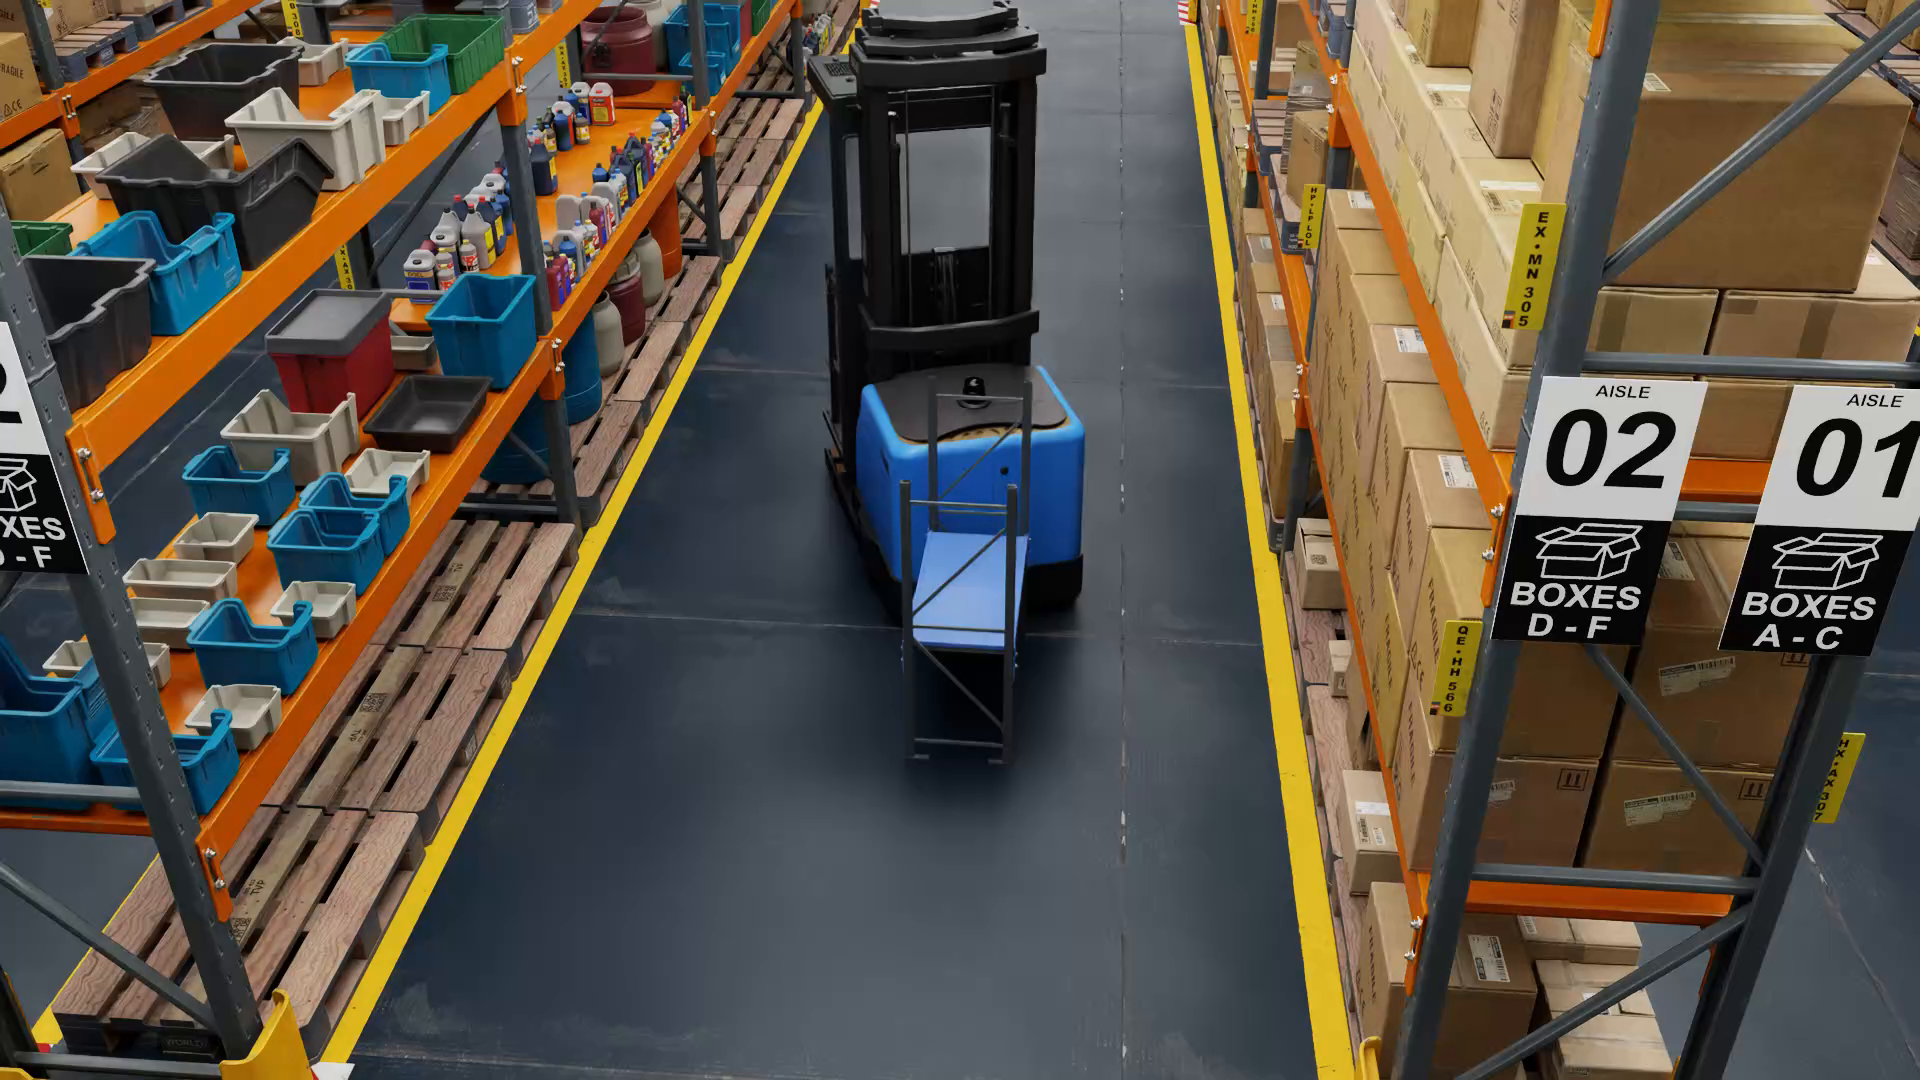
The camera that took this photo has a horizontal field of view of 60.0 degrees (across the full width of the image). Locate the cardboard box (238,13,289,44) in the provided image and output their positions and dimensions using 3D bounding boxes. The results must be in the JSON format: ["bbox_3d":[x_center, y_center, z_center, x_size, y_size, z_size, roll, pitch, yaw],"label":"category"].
[{"bbox_3d":[-6.879,-4.996,16.761,0.500,0.500,0.500,2,32,2],"label":"cardboard box"}]

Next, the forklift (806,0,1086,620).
[{"bbox_3d":[-0.203,-1.586,9.310,1.130,2.935,3.031,-8,32,-12],"label":"forklift"}]

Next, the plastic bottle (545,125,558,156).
[{"bbox_3d":[-2.783,-2.703,11.247,0.097,0.201,0.097,0,32,0],"label":"plastic bottle"}]

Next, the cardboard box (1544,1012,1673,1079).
[{"bbox_3d":[2.322,1.848,5.971,0.380,0.149,0.250,2,32,4],"label":"cardboard box"}]

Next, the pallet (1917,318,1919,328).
[{"bbox_3d":[7.395,-1.352,11.523,1.003,0.211,1.213,2,32,4],"label":"pallet"}]

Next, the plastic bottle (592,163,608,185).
[{"bbox_3d":[-2.245,-2.223,10.402,0.097,0.271,0.097,0,32,0],"label":"plastic bottle"}]

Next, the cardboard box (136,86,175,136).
[{"bbox_3d":[-7.171,-3.644,14.548,0.700,0.500,0.500,5,32,8],"label":"cardboard box"}]

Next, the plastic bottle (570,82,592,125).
[{"bbox_3d":[-2.698,-3.106,11.829,0.152,0.276,0.135,2,32,4],"label":"plastic bottle"}]

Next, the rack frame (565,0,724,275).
[{"bbox_3d":[-2.340,-3.371,12.141,1.000,3.000,0.127,2,32,4],"label":"rack frame"}]

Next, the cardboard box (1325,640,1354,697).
[{"bbox_3d":[1.960,0.616,7.953,0.380,0.166,0.250,2,32,4],"label":"cardboard box"}]

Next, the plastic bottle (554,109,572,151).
[{"bbox_3d":[-2.711,-2.800,11.337,0.097,0.271,0.097,0,32,0],"label":"plastic bottle"}]

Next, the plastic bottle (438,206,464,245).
[{"bbox_3d":[-2.917,-1.753,9.563,0.144,0.351,0.185,2,32,4],"label":"plastic bottle"}]

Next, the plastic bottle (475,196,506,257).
[{"bbox_3d":[-2.759,-1.844,9.710,0.144,0.351,0.185,2,32,4],"label":"plastic bottle"}]

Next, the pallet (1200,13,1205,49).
[{"bbox_3d":[3.227,-5.752,18.663,1.003,0.211,1.213,2,32,4],"label":"pallet"}]

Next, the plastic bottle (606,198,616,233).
[{"bbox_3d":[-2.136,-1.964,10.048,0.097,0.201,0.097,0,32,0],"label":"plastic bottle"}]

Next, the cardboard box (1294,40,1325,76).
[{"bbox_3d":[2.657,-3.045,11.116,0.700,0.500,0.500,-8,33,-13],"label":"cardboard box"}]

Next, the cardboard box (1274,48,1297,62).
[{"bbox_3d":[2.644,-3.720,12.947,0.380,0.149,0.250,5,32,8],"label":"cardboard box"}]

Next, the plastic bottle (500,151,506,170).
[{"bbox_3d":[-2.828,-2.329,10.498,0.144,0.351,0.185,2,32,4],"label":"plastic bottle"}]

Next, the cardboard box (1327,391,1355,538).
[{"bbox_3d":[1.876,-0.324,7.102,0.500,0.500,0.500,2,32,4],"label":"cardboard box"}]

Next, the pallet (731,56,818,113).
[{"bbox_3d":[-1.918,-4.625,16.834,1.003,0.211,1.213,2,32,4],"label":"pallet"}]

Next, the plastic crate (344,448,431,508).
[{"bbox_3d":[-2.508,-0.269,7.303,0.293,0.136,0.466,2,32,4],"label":"plastic crate"}]

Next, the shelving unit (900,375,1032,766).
[{"bbox_3d":[0.044,0.135,7.881,0.538,1.500,1.048,3,32,5],"label":"shelving unit"}]

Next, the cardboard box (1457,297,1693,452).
[{"bbox_3d":[1.724,-0.467,4.714,0.500,0.250,0.500,2,32,4],"label":"cardboard box"}]

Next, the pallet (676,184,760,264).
[{"bbox_3d":[-2.239,-2.587,13.528,1.003,0.211,1.213,2,32,4],"label":"pallet"}]

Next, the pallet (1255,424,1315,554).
[{"bbox_3d":[2.299,-0.306,9.825,1.003,0.211,1.213,2,32,4],"label":"pallet"}]

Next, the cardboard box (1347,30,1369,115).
[{"bbox_3d":[1.984,-2.035,7.258,0.500,0.250,0.500,2,32,4],"label":"cardboard box"}]

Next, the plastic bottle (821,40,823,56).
[{"bbox_3d":[-1.474,-5.109,17.209,0.097,0.201,0.097,0,32,0],"label":"plastic bottle"}]

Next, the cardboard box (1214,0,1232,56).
[{"bbox_3d":[2.794,-5.089,16.435,0.500,0.500,0.500,2,32,4],"label":"cardboard box"}]

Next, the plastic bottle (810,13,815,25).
[{"bbox_3d":[-1.556,-5.480,17.733,0.061,0.283,0.133,2,32,4],"label":"plastic bottle"}]

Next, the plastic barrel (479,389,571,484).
[{"bbox_3d":[-2.605,-0.849,9.648,0.600,0.901,0.708,2,32,4],"label":"plastic barrel"}]

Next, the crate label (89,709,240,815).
[{"bbox_3d":[-2.643,0.743,5.568,0.416,0.233,0.303,2,32,4],"label":"crate label"}]

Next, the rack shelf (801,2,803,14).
[{"bbox_3d":[-1.852,-6.202,17.421,1.077,0.370,4.000,2,32,4],"label":"rack shelf"}]

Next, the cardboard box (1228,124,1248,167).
[{"bbox_3d":[2.473,-3.225,13.590,0.500,0.311,0.500,2,32,4],"label":"cardboard box"}]

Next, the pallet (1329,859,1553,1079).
[{"bbox_3d":[2.015,1.756,6.480,1.003,0.211,1.213,2,32,4],"label":"pallet"}]

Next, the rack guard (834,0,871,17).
[{"bbox_3d":[-1.648,-6.448,19.517,1.175,0.500,0.348,2,32,4],"label":"rack guard"}]

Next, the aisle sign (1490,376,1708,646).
[{"bbox_3d":[1.634,-0.059,4.288,0.394,0.787,0.004,2,32,4],"label":"aisle sign"}]

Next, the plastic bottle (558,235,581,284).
[{"bbox_3d":[-2.201,-1.580,9.358,0.097,0.271,0.097,0,32,0],"label":"plastic bottle"}]

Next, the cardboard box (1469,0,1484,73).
[{"bbox_3d":[2.163,-1.770,5.636,0.700,0.500,0.500,2,32,4],"label":"cardboard box"}]

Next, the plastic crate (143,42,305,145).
[{"bbox_3d":[-3.040,-1.863,6.960,0.497,0.269,0.590,2,32,4],"label":"plastic crate"}]

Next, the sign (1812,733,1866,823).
[{"bbox_3d":[2.486,0.680,4.742,0.100,0.325,0.005,2,32,4],"label":"sign"}]

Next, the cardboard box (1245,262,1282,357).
[{"bbox_3d":[2.192,-1.519,11.099,0.500,0.500,0.500,2,32,3],"label":"cardboard box"}]

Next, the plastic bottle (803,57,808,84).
[{"bbox_3d":[-1.552,-4.636,16.376,0.097,0.271,0.097,0,32,0],"label":"plastic bottle"}]

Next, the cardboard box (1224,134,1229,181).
[{"bbox_3d":[2.517,-3.253,14.170,0.500,0.250,0.500,3,32,5],"label":"cardboard box"}]

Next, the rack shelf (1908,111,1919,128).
[{"bbox_3d":[7.697,-3.688,13.341,1.077,0.370,4.000,2,32,4],"label":"rack shelf"}]

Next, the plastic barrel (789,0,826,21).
[{"bbox_3d":[-1.707,-6.065,18.483,0.421,0.512,0.421,0,32,0],"label":"plastic barrel"}]

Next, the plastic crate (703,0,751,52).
[{"bbox_3d":[-1.904,-4.230,13.475,0.402,0.464,0.583,2,32,4],"label":"plastic crate"}]

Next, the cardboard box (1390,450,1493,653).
[{"bbox_3d":[1.747,0.049,5.544,0.500,0.500,0.500,3,32,5],"label":"cardboard box"}]

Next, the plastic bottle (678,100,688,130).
[{"bbox_3d":[-1.976,-2.997,11.724,0.097,0.201,0.097,0,32,0],"label":"plastic bottle"}]

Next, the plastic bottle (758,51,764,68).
[{"bbox_3d":[-2.084,-4.947,16.875,0.152,0.276,0.135,2,32,4],"label":"plastic bottle"}]

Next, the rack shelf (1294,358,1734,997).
[{"bbox_3d":[2.108,0.286,6.893,1.077,0.370,4.000,2,32,4],"label":"rack shelf"}]

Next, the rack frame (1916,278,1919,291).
[{"bbox_3d":[7.534,-2.948,11.455,1.000,3.000,0.127,2,32,4],"label":"rack frame"}]

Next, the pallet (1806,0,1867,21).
[{"bbox_3d":[7.652,-4.564,14.261,1.003,0.211,1.213,2,32,4],"label":"pallet"}]

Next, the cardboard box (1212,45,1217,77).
[{"bbox_3d":[2.792,-4.770,16.632,0.500,0.250,0.500,2,32,4],"label":"cardboard box"}]

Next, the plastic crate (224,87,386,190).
[{"bbox_3d":[-2.504,-1.560,6.457,0.437,0.282,0.530,2,32,4],"label":"plastic crate"}]

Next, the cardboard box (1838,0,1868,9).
[{"bbox_3d":[7.731,-4.713,13.804,0.700,0.500,0.500,6,32,9],"label":"cardboard box"}]

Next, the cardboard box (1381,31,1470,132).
[{"bbox_3d":[1.892,-1.726,6.279,0.500,0.250,0.500,2,32,4],"label":"cardboard box"}]

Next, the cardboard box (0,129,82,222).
[{"bbox_3d":[-7.354,-2.497,12.348,1.225,0.875,0.875,1,32,2],"label":"cardboard box"}]

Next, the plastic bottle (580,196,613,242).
[{"bbox_3d":[-2.173,-1.937,9.932,0.152,0.276,0.135,2,32,4],"label":"plastic bottle"}]
